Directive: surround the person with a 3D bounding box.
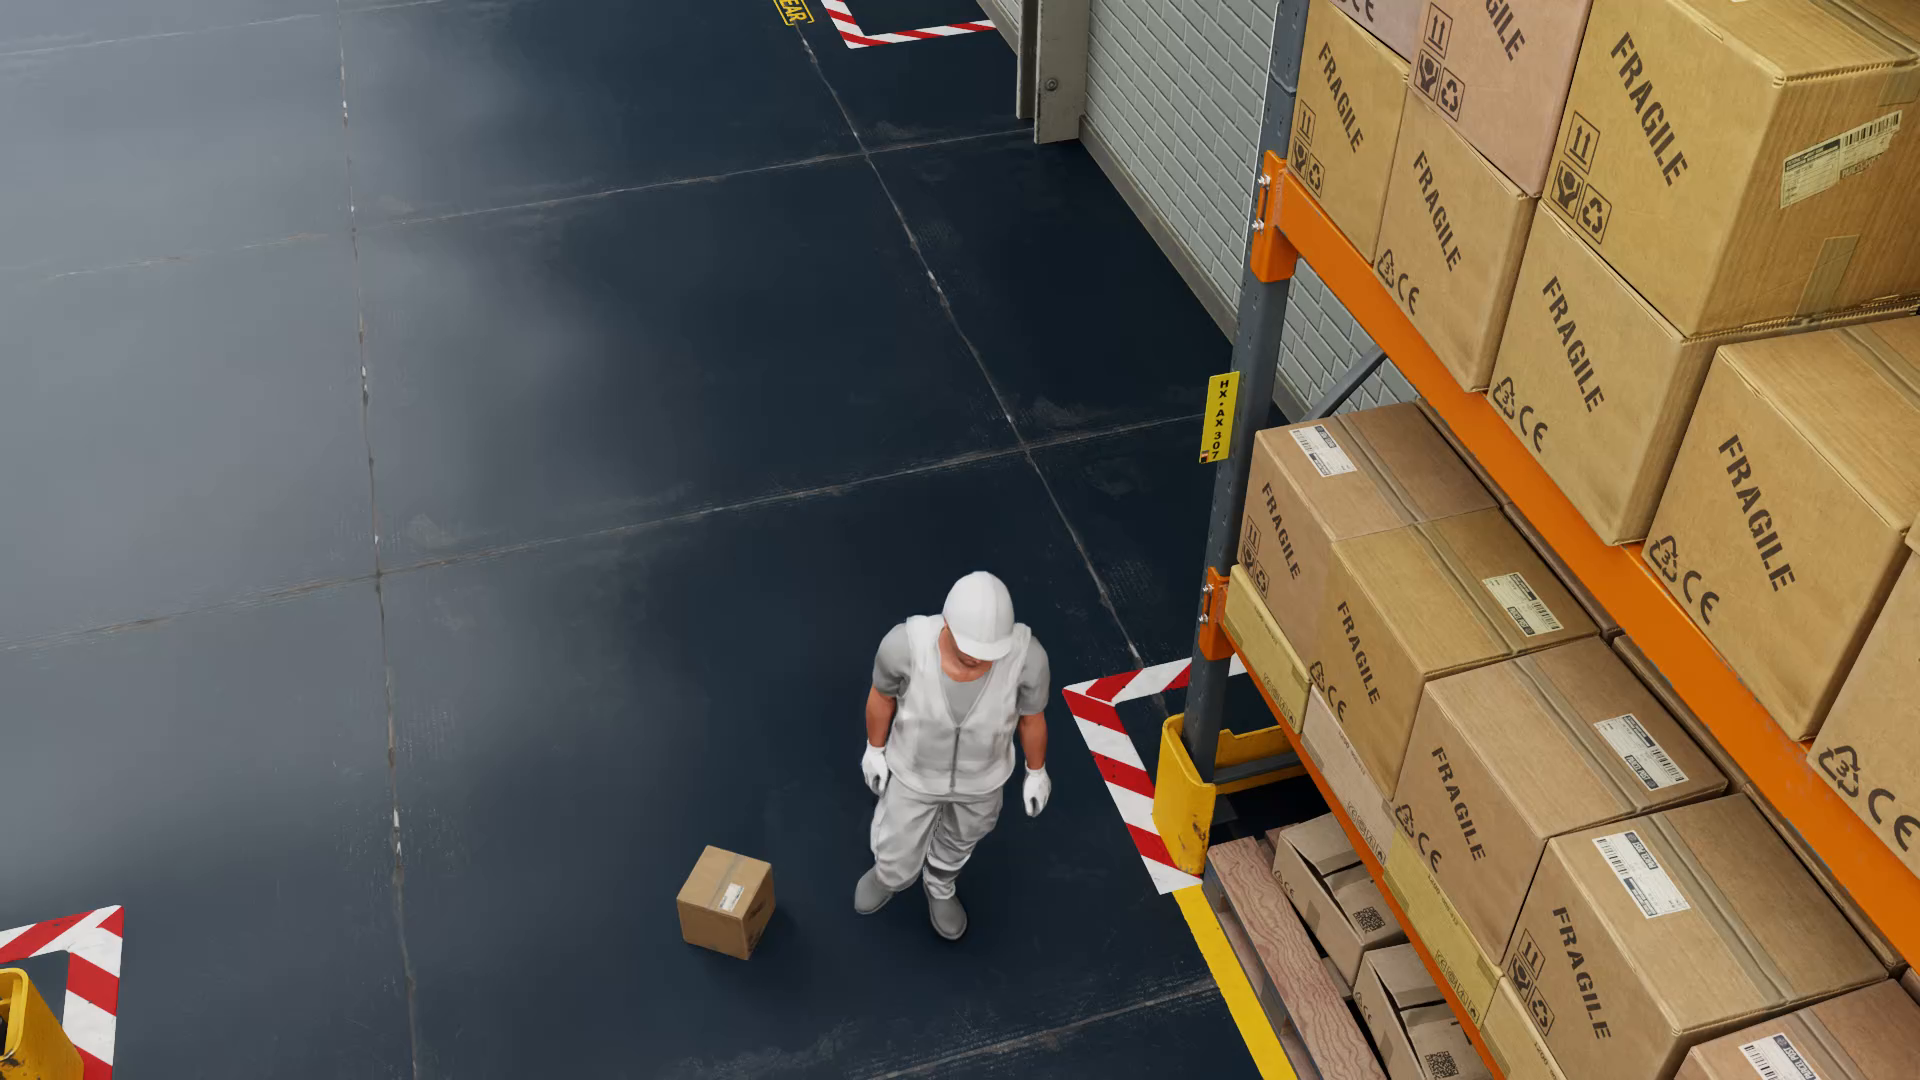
[{"bbox_3d":[-0.039,0.719,5.322,0.660,1.762,0.514,-4,42,-4],"label":"person"}]
